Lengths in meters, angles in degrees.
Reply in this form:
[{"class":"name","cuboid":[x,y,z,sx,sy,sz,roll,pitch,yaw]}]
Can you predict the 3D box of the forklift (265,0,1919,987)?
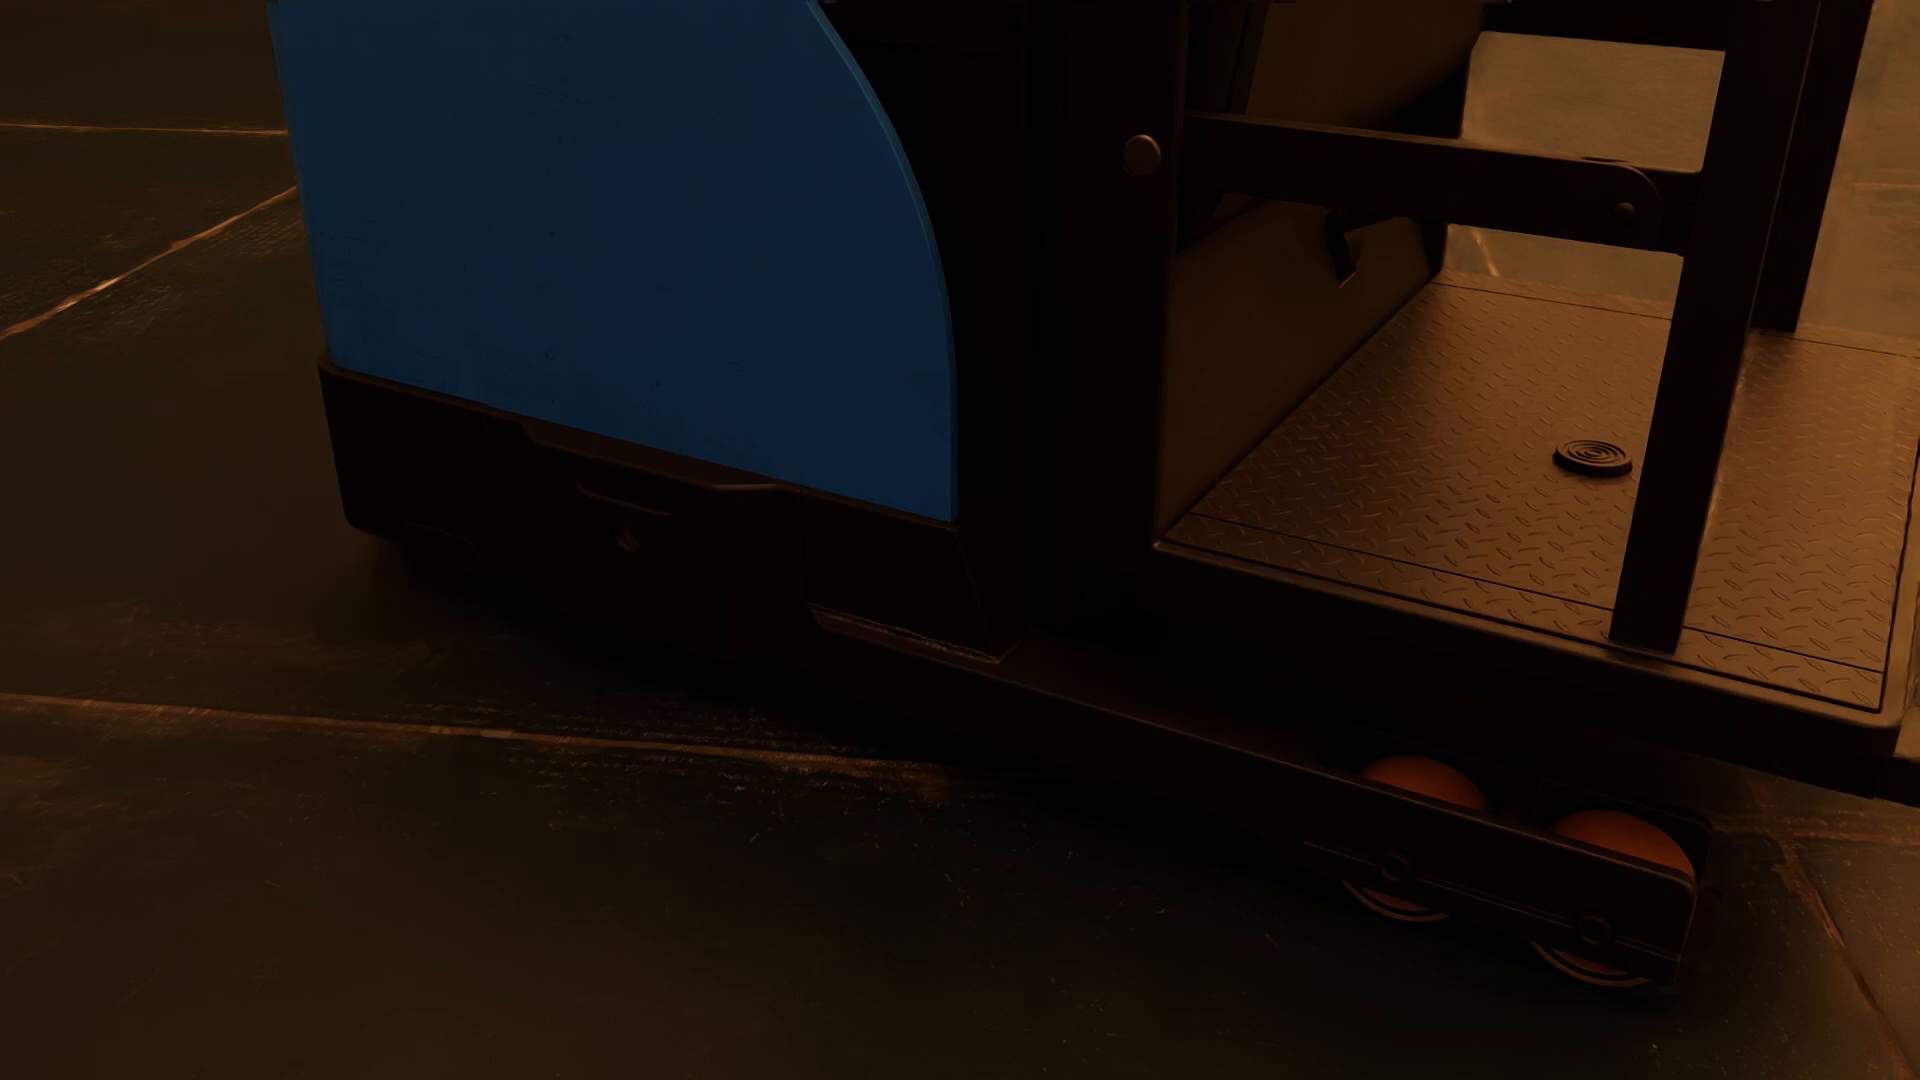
[{"class":"forklift","cuboid":[0.637,-1.148,1.518,3.031,2.935,1.130,14,30,26]}]
